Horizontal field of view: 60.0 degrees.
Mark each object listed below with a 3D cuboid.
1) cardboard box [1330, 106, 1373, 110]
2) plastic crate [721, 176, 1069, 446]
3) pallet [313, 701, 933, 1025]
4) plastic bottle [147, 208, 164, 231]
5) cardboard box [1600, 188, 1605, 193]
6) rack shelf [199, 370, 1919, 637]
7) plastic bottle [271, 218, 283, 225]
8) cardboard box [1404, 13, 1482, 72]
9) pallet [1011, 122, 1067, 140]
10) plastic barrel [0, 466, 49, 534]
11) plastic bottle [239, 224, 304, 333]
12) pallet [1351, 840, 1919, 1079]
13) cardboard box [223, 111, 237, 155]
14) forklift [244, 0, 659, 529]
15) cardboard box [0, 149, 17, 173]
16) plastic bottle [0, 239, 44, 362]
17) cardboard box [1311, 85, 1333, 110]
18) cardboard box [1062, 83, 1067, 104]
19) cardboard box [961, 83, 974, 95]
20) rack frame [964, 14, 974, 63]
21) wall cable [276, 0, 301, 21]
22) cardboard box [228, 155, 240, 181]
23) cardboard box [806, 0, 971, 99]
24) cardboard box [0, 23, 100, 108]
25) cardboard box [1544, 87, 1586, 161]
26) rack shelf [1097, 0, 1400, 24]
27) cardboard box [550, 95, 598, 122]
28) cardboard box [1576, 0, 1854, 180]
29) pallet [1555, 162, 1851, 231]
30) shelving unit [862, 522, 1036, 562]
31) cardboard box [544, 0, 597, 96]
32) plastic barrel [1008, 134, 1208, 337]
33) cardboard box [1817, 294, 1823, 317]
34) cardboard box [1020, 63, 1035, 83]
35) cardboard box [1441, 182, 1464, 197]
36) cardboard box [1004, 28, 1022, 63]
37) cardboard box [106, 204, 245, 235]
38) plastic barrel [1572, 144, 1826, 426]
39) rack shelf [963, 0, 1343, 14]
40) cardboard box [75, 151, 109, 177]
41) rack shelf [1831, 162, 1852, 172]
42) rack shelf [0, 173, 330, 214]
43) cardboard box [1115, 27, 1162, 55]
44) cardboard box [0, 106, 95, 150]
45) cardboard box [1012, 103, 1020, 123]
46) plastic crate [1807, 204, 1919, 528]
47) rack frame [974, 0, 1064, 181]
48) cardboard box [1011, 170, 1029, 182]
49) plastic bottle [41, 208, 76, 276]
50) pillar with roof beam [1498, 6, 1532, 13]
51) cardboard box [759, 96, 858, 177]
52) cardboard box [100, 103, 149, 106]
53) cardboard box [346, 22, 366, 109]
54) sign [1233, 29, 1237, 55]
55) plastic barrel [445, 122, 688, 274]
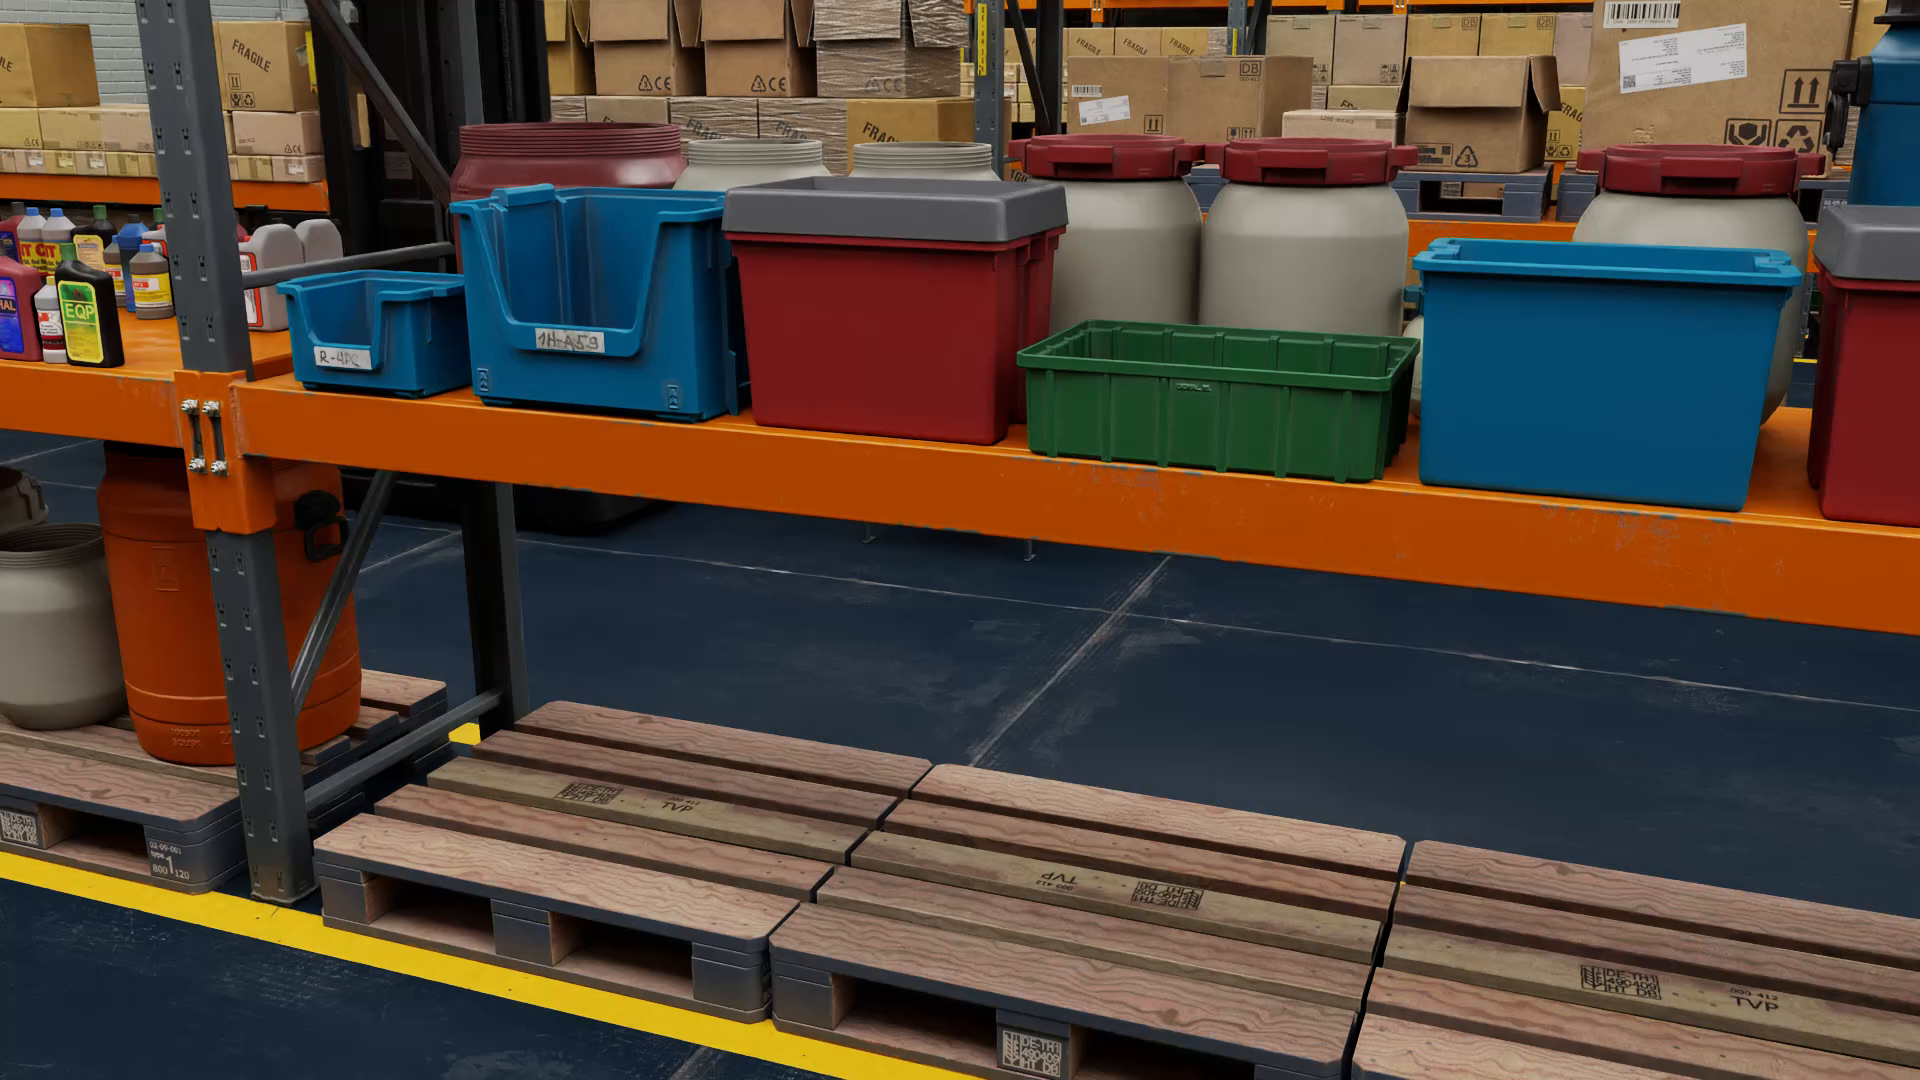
[{"bbox_3d":[1.957,-1.996,8.157,0.258,0.266,0.396,6,17,19],"label":"cardboard box"},{"bbox_3d":[-0.120,-0.461,3.267,0.583,0.464,0.402,6,17,21],"label":"plastic crate"},{"bbox_3d":[-0.804,0.753,4.200,1.213,0.211,1.003,6,17,21],"label":"pallet"},{"bbox_3d":[-2.333,-0.820,4.827,0.133,0.283,0.061,6,17,21],"label":"plastic bottle"},{"bbox_3d":[8.273,-4.601,21.150,0.625,0.625,0.875,6,17,20],"label":"cardboard box"},{"bbox_3d":[0.350,-0.125,3.514,4.000,0.370,1.077,6,17,21],"label":"rack shelf"},{"bbox_3d":[-1.893,-0.760,4.643,0.097,0.271,0.097,0,16,0],"label":"plastic bottle"},{"bbox_3d":[3.583,-3.612,12.263,0.500,0.500,0.700,6,17,20],"label":"cardboard box"},{"bbox_3d":[0.364,-3.335,13.627,1.213,0.211,1.003,6,17,21],"label":"pallet"},{"bbox_3d":[-3.023,0.120,4.951,0.708,0.588,0.600,6,17,21],"label":"plastic barrel"},{"bbox_3d":[-1.851,-0.704,4.441,0.135,0.276,0.152,6,17,21],"label":"plastic bottle"},{"bbox_3d":[1.465,1.003,3.340,1.213,0.211,1.003,6,17,21],"label":"pallet"},{"bbox_3d":[-4.404,-2.469,10.034,0.500,0.250,0.500,7,18,22],"label":"cardboard box"},{"bbox_3d":[-2.724,-1.702,7.781,3.031,2.935,1.130,7,18,22],"label":"forklift"},{"bbox_3d":[-5.970,-2.431,10.617,0.250,0.149,0.380,6,17,20],"label":"cardboard box"},{"bbox_3d":[-2.258,-0.573,3.978,0.133,0.283,0.061,6,17,21],"label":"plastic bottle"},{"bbox_3d":[2.539,-3.168,12.526,0.500,0.500,0.500,6,17,21],"label":"cardboard box"},{"bbox_3d":[0.867,-3.471,12.913,0.250,0.149,0.380,6,17,21],"label":"cardboard box"},{"bbox_3d":[0.153,-3.550,13.184,0.250,0.149,0.380,6,17,20],"label":"cardboard box"},{"bbox_3d":[0.222,-4.939,18.806,0.127,3.000,1.000,6,17,21],"label":"rack frame"},{"bbox_3d":[-8.753,-6.422,22.036,0.123,1.953,0.585,6,17,21],"label":"wall cable"},{"bbox_3d":[-4.297,-2.247,9.984,0.250,0.149,0.380,6,17,20],"label":"cardboard box"},{"bbox_3d":[-0.368,-2.568,8.662,0.637,0.503,0.797,7,18,23],"label":"cardboard box"},{"bbox_3d":[-5.839,-2.987,10.474,0.500,0.500,0.500,6,17,19],"label":"cardboard box"},{"bbox_3d":[4.418,-2.962,11.817,0.500,0.500,0.500,6,17,21],"label":"cardboard box"},{"bbox_3d":[3.900,-7.117,22.219,4.000,0.370,1.077,6,17,21],"label":"rack shelf"},{"bbox_3d":[-2.145,-2.202,9.201,0.500,0.500,0.500,6,17,19],"label":"cardboard box"},{"bbox_3d":[3.340,-2.158,7.397,1.000,1.000,1.000,6,17,21],"label":"cardboard box"},{"bbox_3d":[3.370,-1.574,7.560,1.213,0.211,1.003,6,17,21],"label":"pallet"},{"bbox_3d":[0.006,-0.720,6.962,0.755,1.500,0.431,6,17,21],"label":"shelving unit"},{"bbox_3d":[-2.183,-2.762,9.329,0.637,0.503,0.797,6,17,21],"label":"cardboard box"},{"bbox_3d":[0.316,-0.605,3.634,0.433,0.535,0.433,0,16,0],"label":"plastic barrel"},{"bbox_3d":[6.501,-1.925,11.483,0.875,0.875,0.875,7,17,21],"label":"cardboard box"},{"bbox_3d":[0.648,-3.639,12.959,0.250,0.149,0.380,6,17,21],"label":"cardboard box"},{"bbox_3d":[6.336,-4.811,21.873,0.625,0.625,0.875,7,18,22],"label":"cardboard box"},{"bbox_3d":[0.525,-5.348,18.241,0.500,0.500,0.500,6,17,21],"label":"cardboard box"},{"bbox_3d":[-4.836,-1.730,10.812,0.875,0.875,0.875,6,17,21],"label":"cardboard box"},{"bbox_3d":[1.401,-0.486,3.223,0.433,0.535,0.433,0,16,0],"label":"plastic barrel"},{"bbox_3d":[2.082,-5.829,17.784,4.000,0.370,1.077,6,17,21],"label":"rack shelf"},{"bbox_3d":[-5.250,-2.352,10.346,0.250,0.149,0.380,7,17,22],"label":"cardboard box"},{"bbox_3d":[7.802,-2.276,10.925,4.000,0.370,1.077,6,17,21],"label":"rack shelf"},{"bbox_3d":[-5.275,-2.228,10.758,4.000,0.370,1.077,6,17,21],"label":"rack shelf"},{"bbox_3d":[1.958,-5.200,17.731,0.500,0.500,0.500,6,17,20],"label":"cardboard box"},{"bbox_3d":[-5.836,-2.626,10.574,0.500,0.250,0.500,6,17,19],"label":"cardboard box"},{"bbox_3d":[0.402,-3.381,13.135,0.250,0.149,0.380,7,18,22],"label":"cardboard box"},{"bbox_3d":[1.648,-0.267,2.598,0.583,0.464,0.402,6,17,21],"label":"plastic crate"},{"bbox_3d":[0.307,-1.960,8.543,0.127,3.000,1.000,6,17,21],"label":"rack frame"},{"bbox_3d":[0.828,-4.078,18.897,0.875,0.875,0.875,7,18,22],"label":"cardboard box"},{"bbox_3d":[-2.662,-0.845,4.935,0.097,0.271,0.097,0,16,0],"label":"plastic bottle"},{"bbox_3d":[5.724,-7.682,17.496,0.400,9.000,9.100,6,17,21],"label":"pillar with roof beam"},{"bbox_3d":[-0.705,-2.046,8.663,0.500,0.500,0.500,6,17,20],"label":"cardboard box"},{"bbox_3d":[-5.642,-2.764,11.050,0.500,0.250,0.500,6,17,19],"label":"cardboard box"},{"bbox_3d":[-3.766,-2.915,10.225,0.500,0.500,0.500,6,17,21],"label":"cardboard box"},{"bbox_3d":[2.030,-3.612,12.300,0.005,0.325,0.100,6,17,21],"label":"sign"},{"bbox_3d":[-0.968,-0.771,4.207,0.708,0.536,0.600,6,17,21],"label":"plastic barrel"}]
